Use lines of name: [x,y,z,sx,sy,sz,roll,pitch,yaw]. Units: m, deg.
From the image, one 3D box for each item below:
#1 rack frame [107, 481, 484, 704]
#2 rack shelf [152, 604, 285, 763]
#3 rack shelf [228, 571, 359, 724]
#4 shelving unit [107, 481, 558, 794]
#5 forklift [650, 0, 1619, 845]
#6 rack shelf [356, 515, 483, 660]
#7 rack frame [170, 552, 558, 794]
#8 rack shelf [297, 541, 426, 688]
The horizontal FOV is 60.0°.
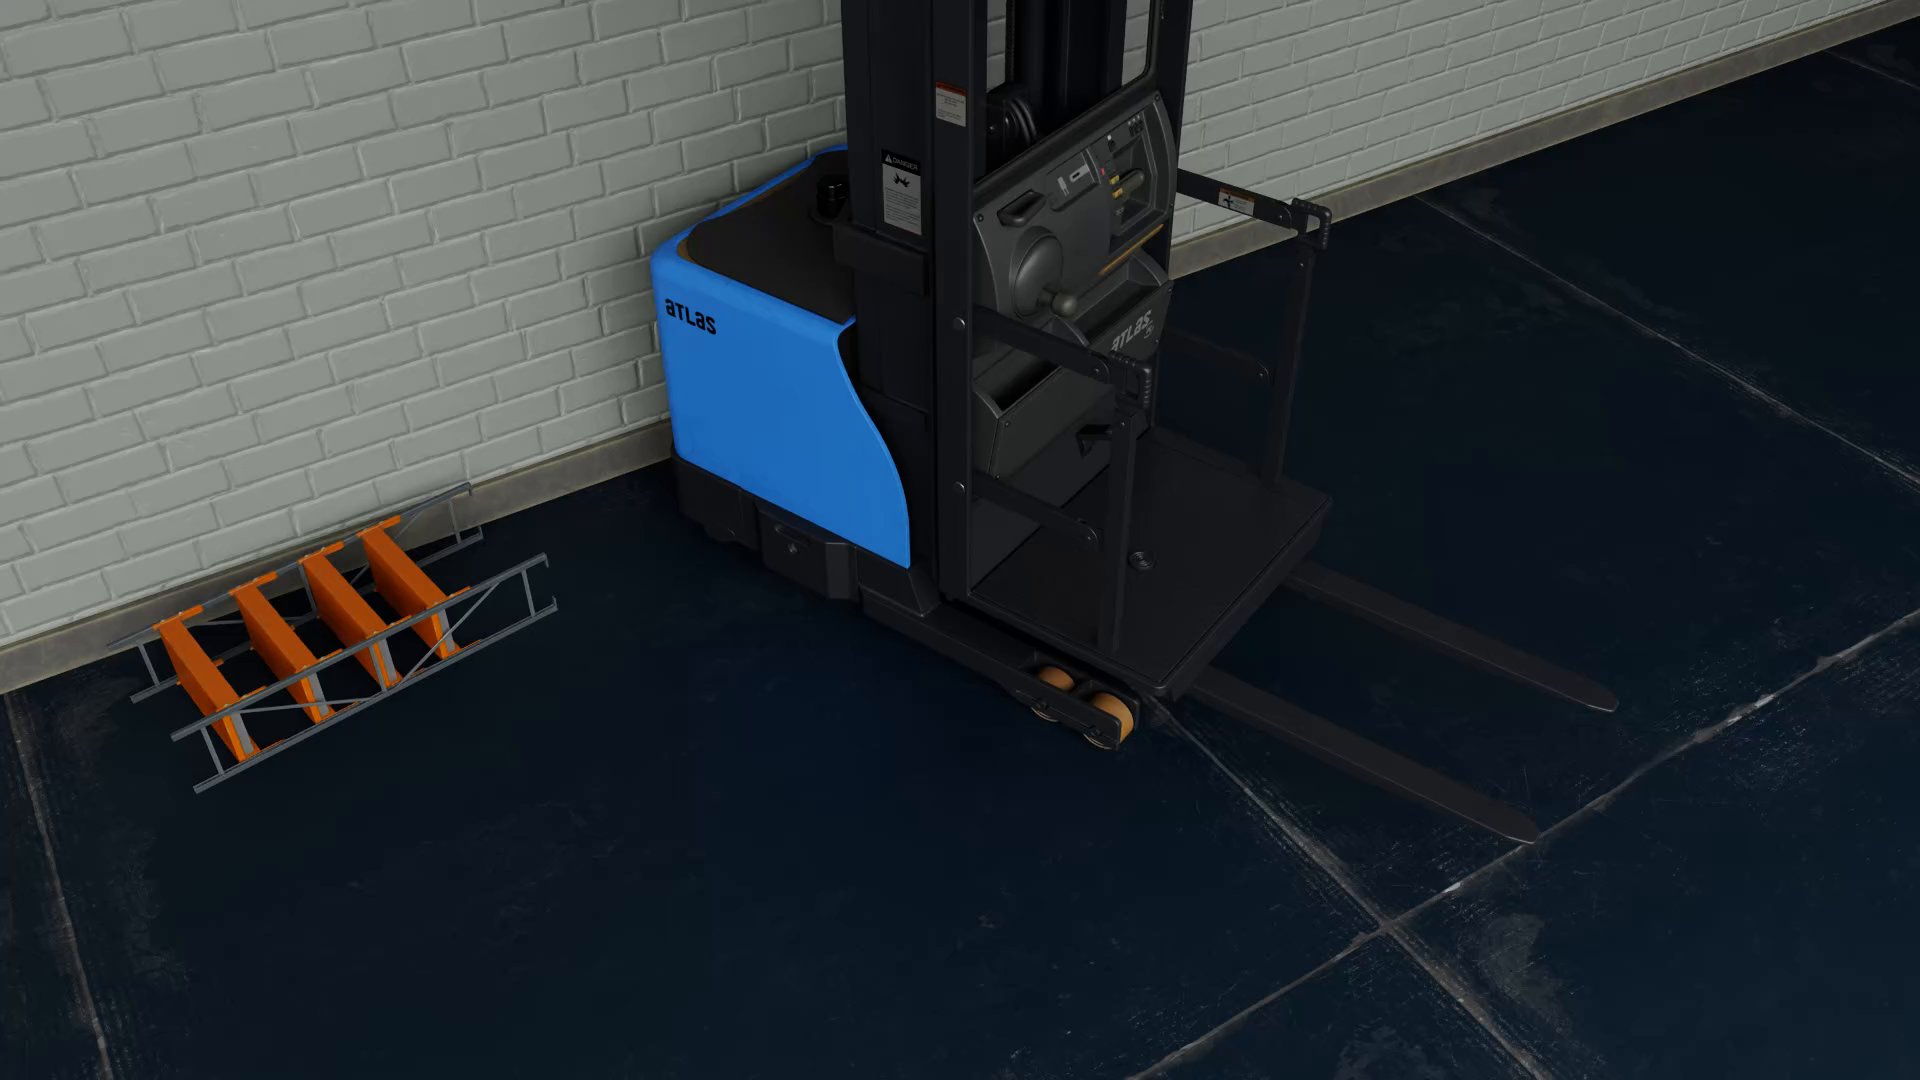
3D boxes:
rack frame: [-2.092,0.153,5.336,1.200,0.240,0.015,-29,48,-31]
rack shelf: [-2.225,0.437,4.996,0.148,0.258,0.480,-29,48,-31]
rack shelf: [-2.047,0.337,5.116,0.148,0.258,0.480,-29,48,-31]
shelving unit: [-1.930,0.270,5.196,1.200,0.258,0.503,-29,48,-31]
forklift: [0.505,-0.889,4.527,3.031,2.935,1.130,25,46,27]
rack shelf: [-1.731,0.158,5.331,0.148,0.258,0.480,-29,48,-31]
rack frame: [-1.769,0.387,5.055,1.200,0.240,0.015,-29,48,-31]
rack shelf: [-1.880,0.242,5.230,0.148,0.258,0.480,-29,48,-31]
